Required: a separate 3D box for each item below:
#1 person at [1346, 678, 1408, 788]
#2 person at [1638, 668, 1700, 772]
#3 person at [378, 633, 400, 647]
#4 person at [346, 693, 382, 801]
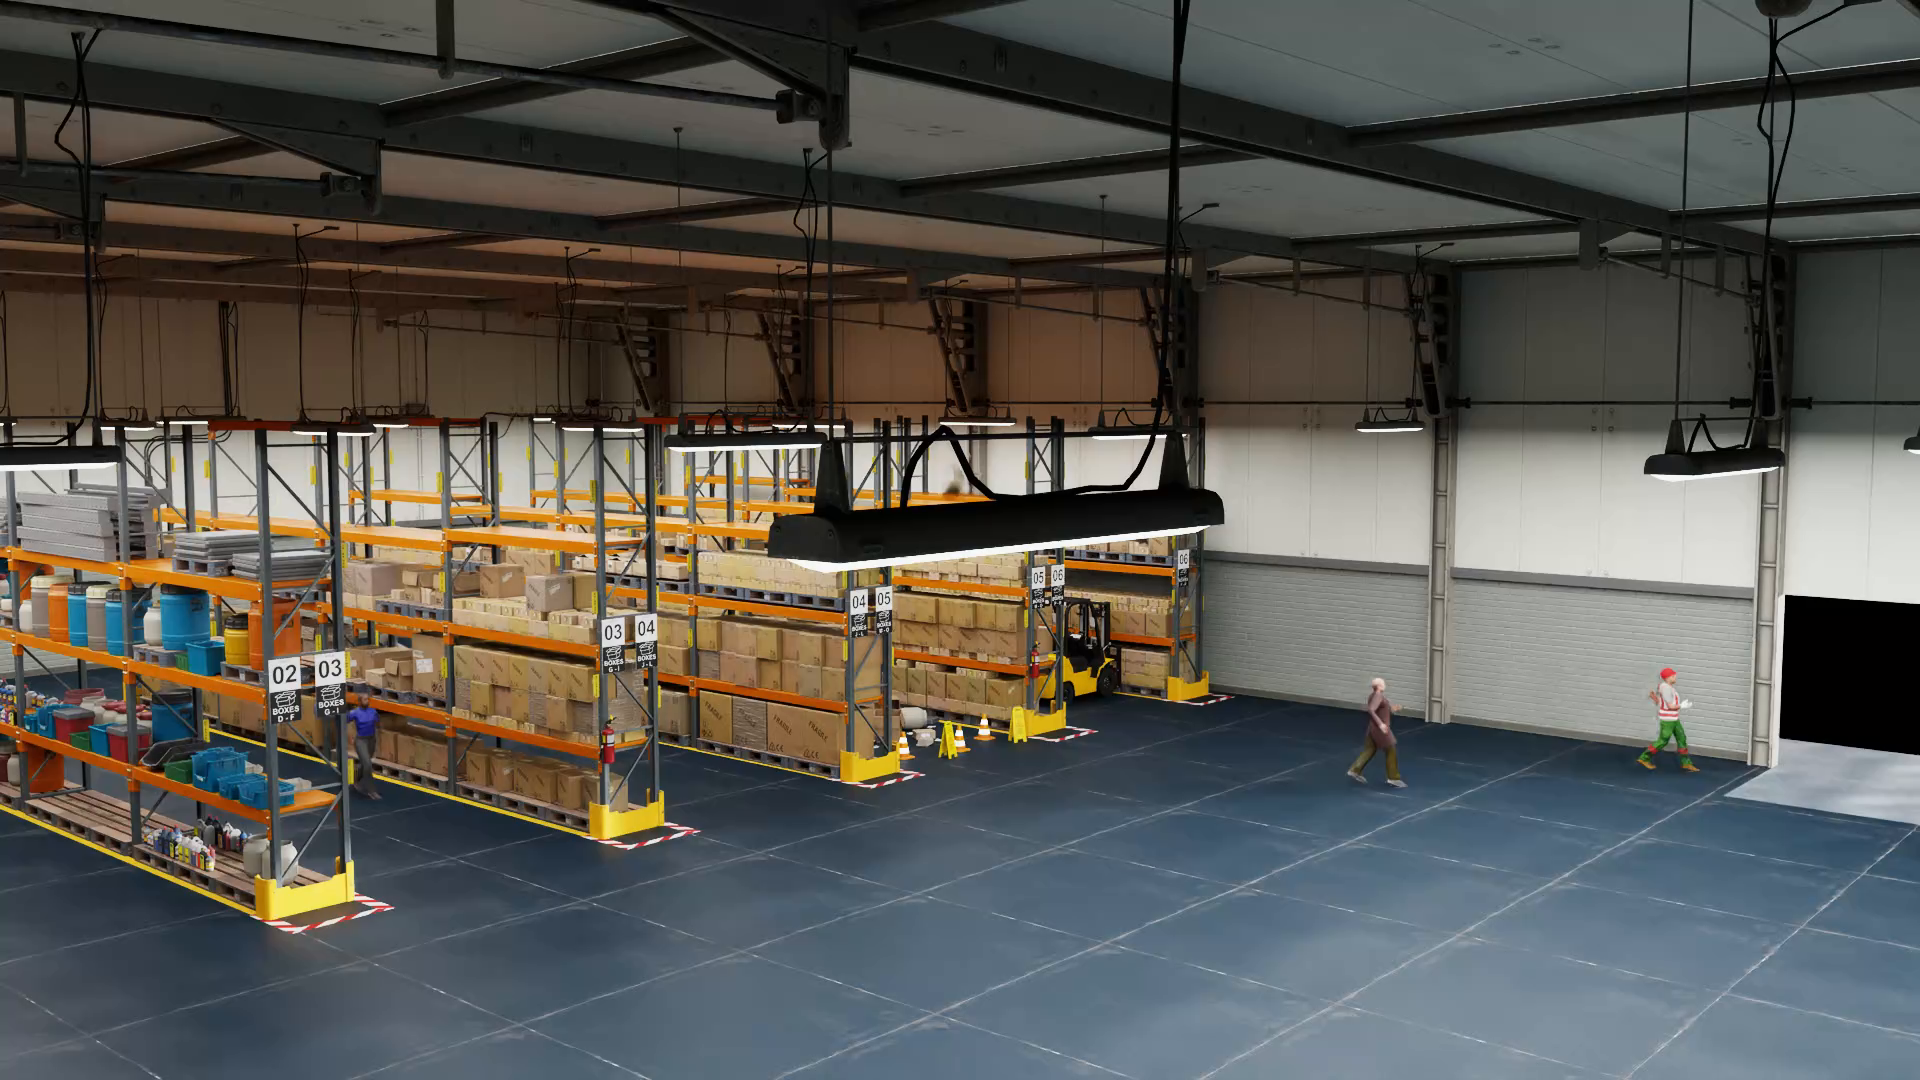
[{"bbox_3d":[6.849,3.157,27.247,0.991,1.807,0.687,-1,5,-7],"label":"person"},{"bbox_3d":[12.133,3.064,28.397,0.992,1.775,0.670,2,5,23],"label":"person"},{"bbox_3d":[-13.765,2.189,39.853,0.898,1.625,0.656,0,5,3],"label":"person"},{"bbox_3d":[-9.526,3.278,26.612,0.867,1.682,0.562,3,6,32],"label":"person"}]
